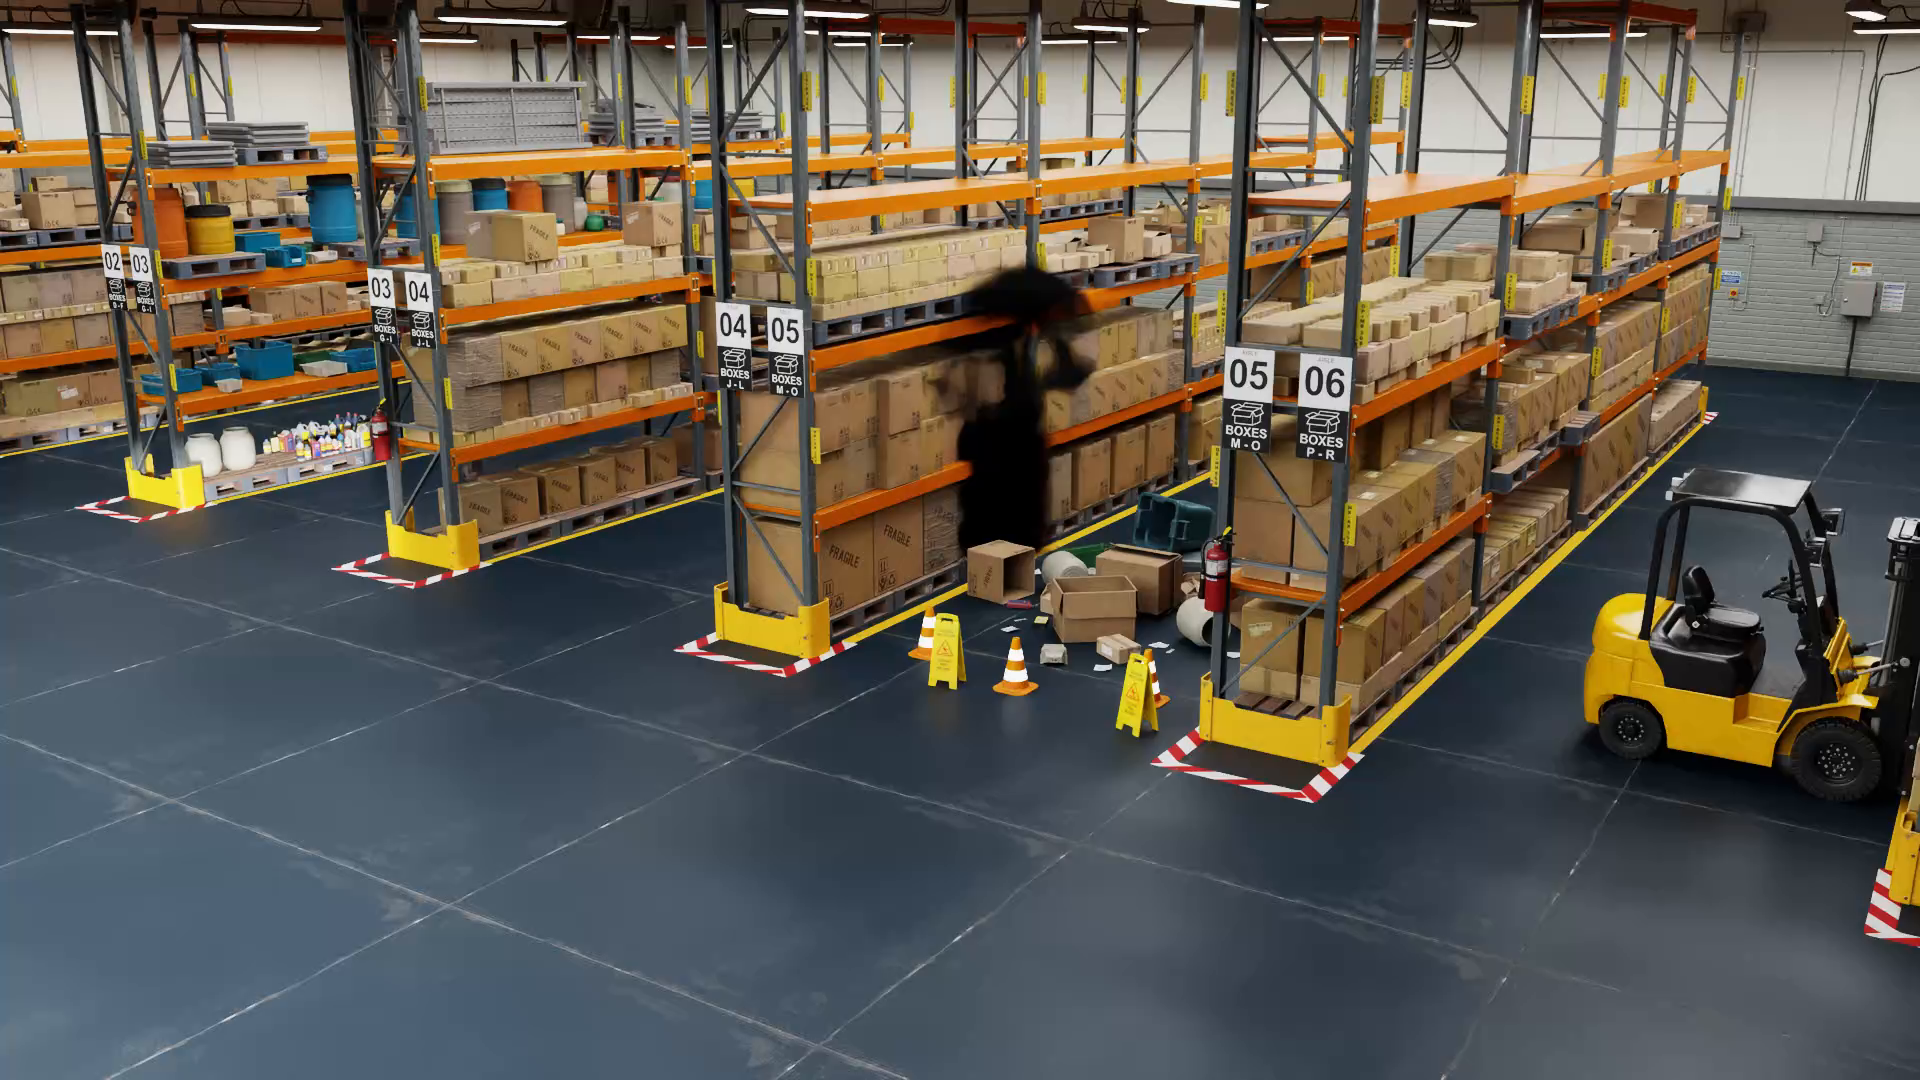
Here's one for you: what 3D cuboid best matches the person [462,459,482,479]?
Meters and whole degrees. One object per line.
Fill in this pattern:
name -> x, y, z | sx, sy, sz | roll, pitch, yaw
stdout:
person -> -6.523, -1.570, 21.855 | 0.561, 1.610, 0.567 | 7, 17, 22

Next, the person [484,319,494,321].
person -> -8.288, -3.506, 28.795 | 0.585, 1.647, 0.605 | 7, 17, 23

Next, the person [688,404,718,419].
person -> -3.727, -2.289, 24.224 | 0.669, 1.733, 0.760 | 9, 18, 28
